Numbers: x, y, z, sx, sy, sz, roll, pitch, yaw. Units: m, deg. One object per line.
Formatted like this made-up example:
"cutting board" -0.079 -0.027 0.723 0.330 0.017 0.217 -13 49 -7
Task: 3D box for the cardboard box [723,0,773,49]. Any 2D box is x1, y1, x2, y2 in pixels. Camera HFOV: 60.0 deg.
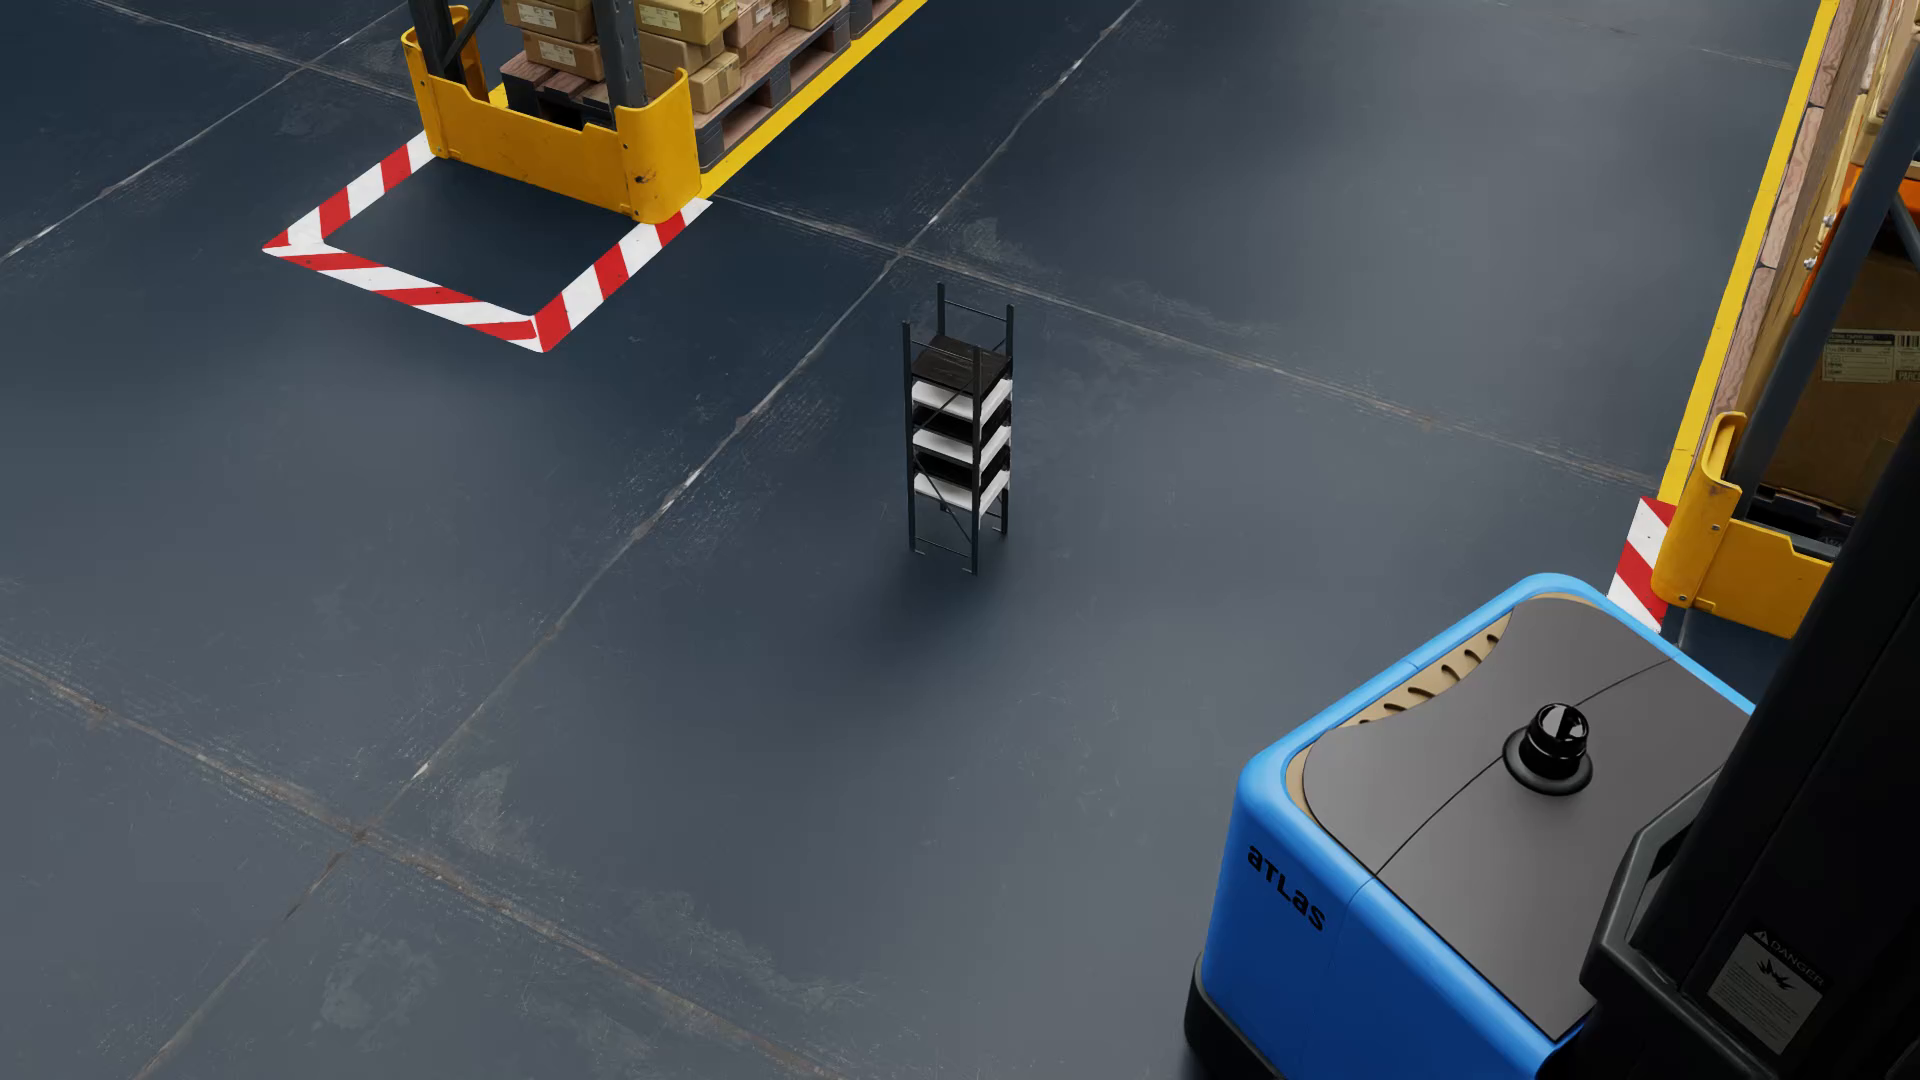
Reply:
"cardboard box" -0.993 -2.165 6.781 0.380 0.149 0.250 20 49 19

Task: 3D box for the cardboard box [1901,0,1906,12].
"cardboard box" 2.932 -1.579 4.598 0.500 0.250 0.500 20 49 18

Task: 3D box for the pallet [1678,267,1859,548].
"pallet" 3.008 -0.364 5.461 1.003 0.211 1.213 20 49 19

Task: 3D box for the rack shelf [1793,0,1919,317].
"rack shelf" 3.634 -1.822 5.447 1.077 0.370 4.000 20 49 19

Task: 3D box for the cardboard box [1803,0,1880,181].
"cardboard box" 3.768 -1.779 6.098 0.875 0.875 0.875 20 49 19

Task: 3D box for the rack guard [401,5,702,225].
"rack guard" -1.605 -1.685 6.564 1.175 0.500 0.348 20 49 19

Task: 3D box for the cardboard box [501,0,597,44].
"cardboard box" -1.648 -2.193 6.808 0.380 0.149 0.250 19 48 18

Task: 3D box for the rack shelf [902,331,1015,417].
"rack shelf" -0.004 -0.478 4.757 0.258 0.077 0.200 20 49 19

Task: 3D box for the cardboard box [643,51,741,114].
"cardboard box" -1.114 -1.886 6.714 0.380 0.149 0.250 21 49 20

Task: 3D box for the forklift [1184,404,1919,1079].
"forklift" 1.820 0.818 2.381 1.130 2.935 3.031 -28 52 -25

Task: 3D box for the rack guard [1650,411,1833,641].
"rack guard" 2.695 0.079 4.820 1.175 0.500 0.348 20 49 19

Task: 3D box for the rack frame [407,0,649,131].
"rack frame" -1.640 -2.516 5.628 1.000 3.000 0.127 20 49 19

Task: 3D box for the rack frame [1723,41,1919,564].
"rack frame" 2.706 -0.815 3.946 1.000 3.000 0.127 20 49 19

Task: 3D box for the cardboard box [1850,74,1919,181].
"cardboard box" 2.580 -1.059 4.365 0.380 0.149 0.250 21 49 20

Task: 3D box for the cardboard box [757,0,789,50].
"cardboard box" -0.955 -2.236 7.061 0.380 0.149 0.250 21 49 19

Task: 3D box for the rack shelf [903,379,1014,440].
"rack shelf" -0.004 -0.414 4.821 0.258 0.077 0.200 20 49 19

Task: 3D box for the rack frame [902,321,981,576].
"rack frame" -0.051 -0.247 4.862 0.240 0.900 0.006 20 49 19

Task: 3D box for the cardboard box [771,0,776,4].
"cardboard box" -0.957 -2.349 6.962 0.380 0.149 0.250 21 49 20

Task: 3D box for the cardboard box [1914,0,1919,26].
"cardboard box" 2.699 -1.524 4.016 0.500 0.500 0.500 21 49 20

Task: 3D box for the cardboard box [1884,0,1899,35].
"cardboard box" 2.934 -1.539 4.839 0.380 0.149 0.250 21 49 20

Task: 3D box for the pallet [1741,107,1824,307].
"pallet" 3.575 -1.130 6.218 1.003 0.211 1.213 20 49 19

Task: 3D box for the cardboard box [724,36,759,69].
"cardboard box" -1.065 -2.078 6.904 0.380 0.149 0.250 20 49 19

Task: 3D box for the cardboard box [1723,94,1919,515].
"cardboard box" 2.932 -0.645 4.977 0.875 0.875 0.875 20 49 19

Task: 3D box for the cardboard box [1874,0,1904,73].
"cardboard box" 2.817 -1.382 4.684 0.380 0.149 0.250 21 49 19

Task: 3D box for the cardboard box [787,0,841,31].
"cardboard box" -0.740 -2.361 7.184 0.380 0.149 0.250 21 49 20

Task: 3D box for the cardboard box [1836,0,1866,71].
"cardboard box" 4.186 -2.346 6.658 0.875 0.875 0.875 20 49 19

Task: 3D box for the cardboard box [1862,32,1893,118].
"cardboard box" 2.699 -1.224 4.527 0.380 0.149 0.250 21 49 19

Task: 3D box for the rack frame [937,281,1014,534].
"rack frame" 0.043 -0.375 4.988 0.240 0.900 0.006 20 49 19

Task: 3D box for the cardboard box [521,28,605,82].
"cardboard box" -1.581 -2.062 6.888 0.380 0.149 0.250 21 49 20

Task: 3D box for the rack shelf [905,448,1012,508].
"rack shelf" -0.004 -0.225 5.013 0.258 0.077 0.200 20 49 19

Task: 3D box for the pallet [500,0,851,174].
"pallet" -1.197 -2.084 7.161 1.003 0.211 1.213 20 49 19

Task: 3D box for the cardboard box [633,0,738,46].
"cardboard box" -1.096 -2.088 6.496 0.380 0.149 0.250 18 48 17

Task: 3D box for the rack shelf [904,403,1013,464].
"rack shelf" -0.004 -0.351 4.885 0.258 0.077 0.200 20 49 19

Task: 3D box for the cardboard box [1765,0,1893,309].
"cardboard box" 3.355 -1.218 5.544 0.875 0.875 0.875 20 49 19

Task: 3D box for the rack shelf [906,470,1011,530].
"rack shelf" -0.004 -0.161 5.077 0.258 0.077 0.200 20 49 19

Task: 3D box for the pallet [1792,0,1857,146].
"pallet" 4.140 -1.901 6.981 1.003 0.211 1.213 20 49 19

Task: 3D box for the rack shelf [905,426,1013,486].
"rack shelf" -0.004 -0.288 4.949 0.258 0.077 0.200 20 49 19

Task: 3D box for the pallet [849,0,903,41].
"pallet" -0.629 -2.849 7.918 1.003 0.211 1.213 20 49 19

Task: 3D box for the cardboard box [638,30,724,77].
"cardboard box" -1.170 -2.011 6.629 0.380 0.149 0.250 22 49 21

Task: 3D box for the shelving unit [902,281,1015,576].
"shelving unit" -0.004 -0.311 4.925 0.258 0.900 0.210 20 49 19

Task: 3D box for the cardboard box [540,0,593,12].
"cardboard box" -1.619 -2.288 6.693 0.380 0.149 0.250 21 49 19

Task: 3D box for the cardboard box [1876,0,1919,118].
"cardboard box" 2.696 -1.259 4.282 0.500 0.250 0.500 20 49 18
